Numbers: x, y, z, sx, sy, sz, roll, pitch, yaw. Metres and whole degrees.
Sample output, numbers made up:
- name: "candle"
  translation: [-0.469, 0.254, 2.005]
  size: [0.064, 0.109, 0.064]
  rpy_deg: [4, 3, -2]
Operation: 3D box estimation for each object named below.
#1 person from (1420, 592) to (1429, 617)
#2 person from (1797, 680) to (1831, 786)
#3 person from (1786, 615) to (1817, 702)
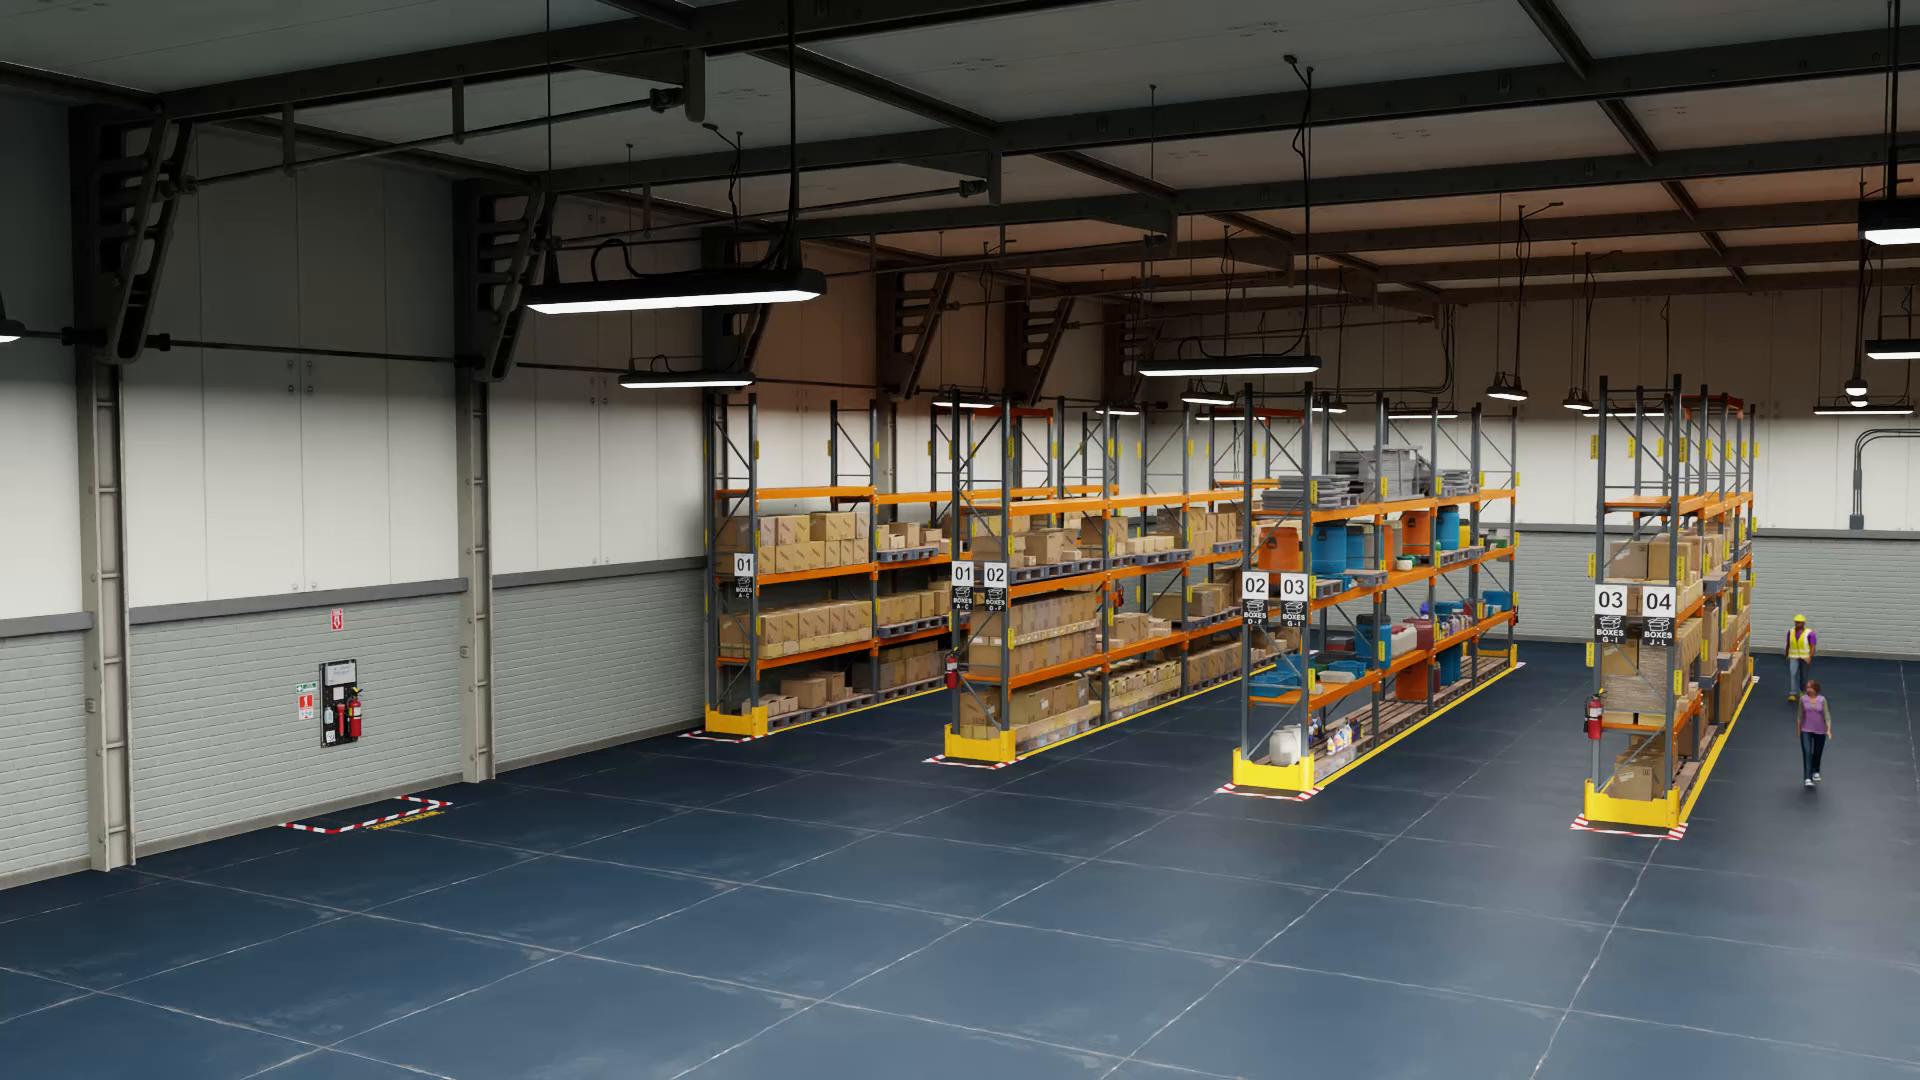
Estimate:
- name: "person"
  translation: [11.178, 2.035, 39.604]
  size: [0.478, 1.606, 0.942]
  rpy_deg: [3, 4, 45]
- name: "person"
  translation: [12.739, 2.865, 24.807]
  size: [0.448, 1.553, 0.893]
  rpy_deg: [1, 3, 24]
- name: "person"
  translation: [16.713, 2.339, 33.028]
  size: [0.520, 1.698, 1.092]
  rpy_deg: [1, 3, 24]
